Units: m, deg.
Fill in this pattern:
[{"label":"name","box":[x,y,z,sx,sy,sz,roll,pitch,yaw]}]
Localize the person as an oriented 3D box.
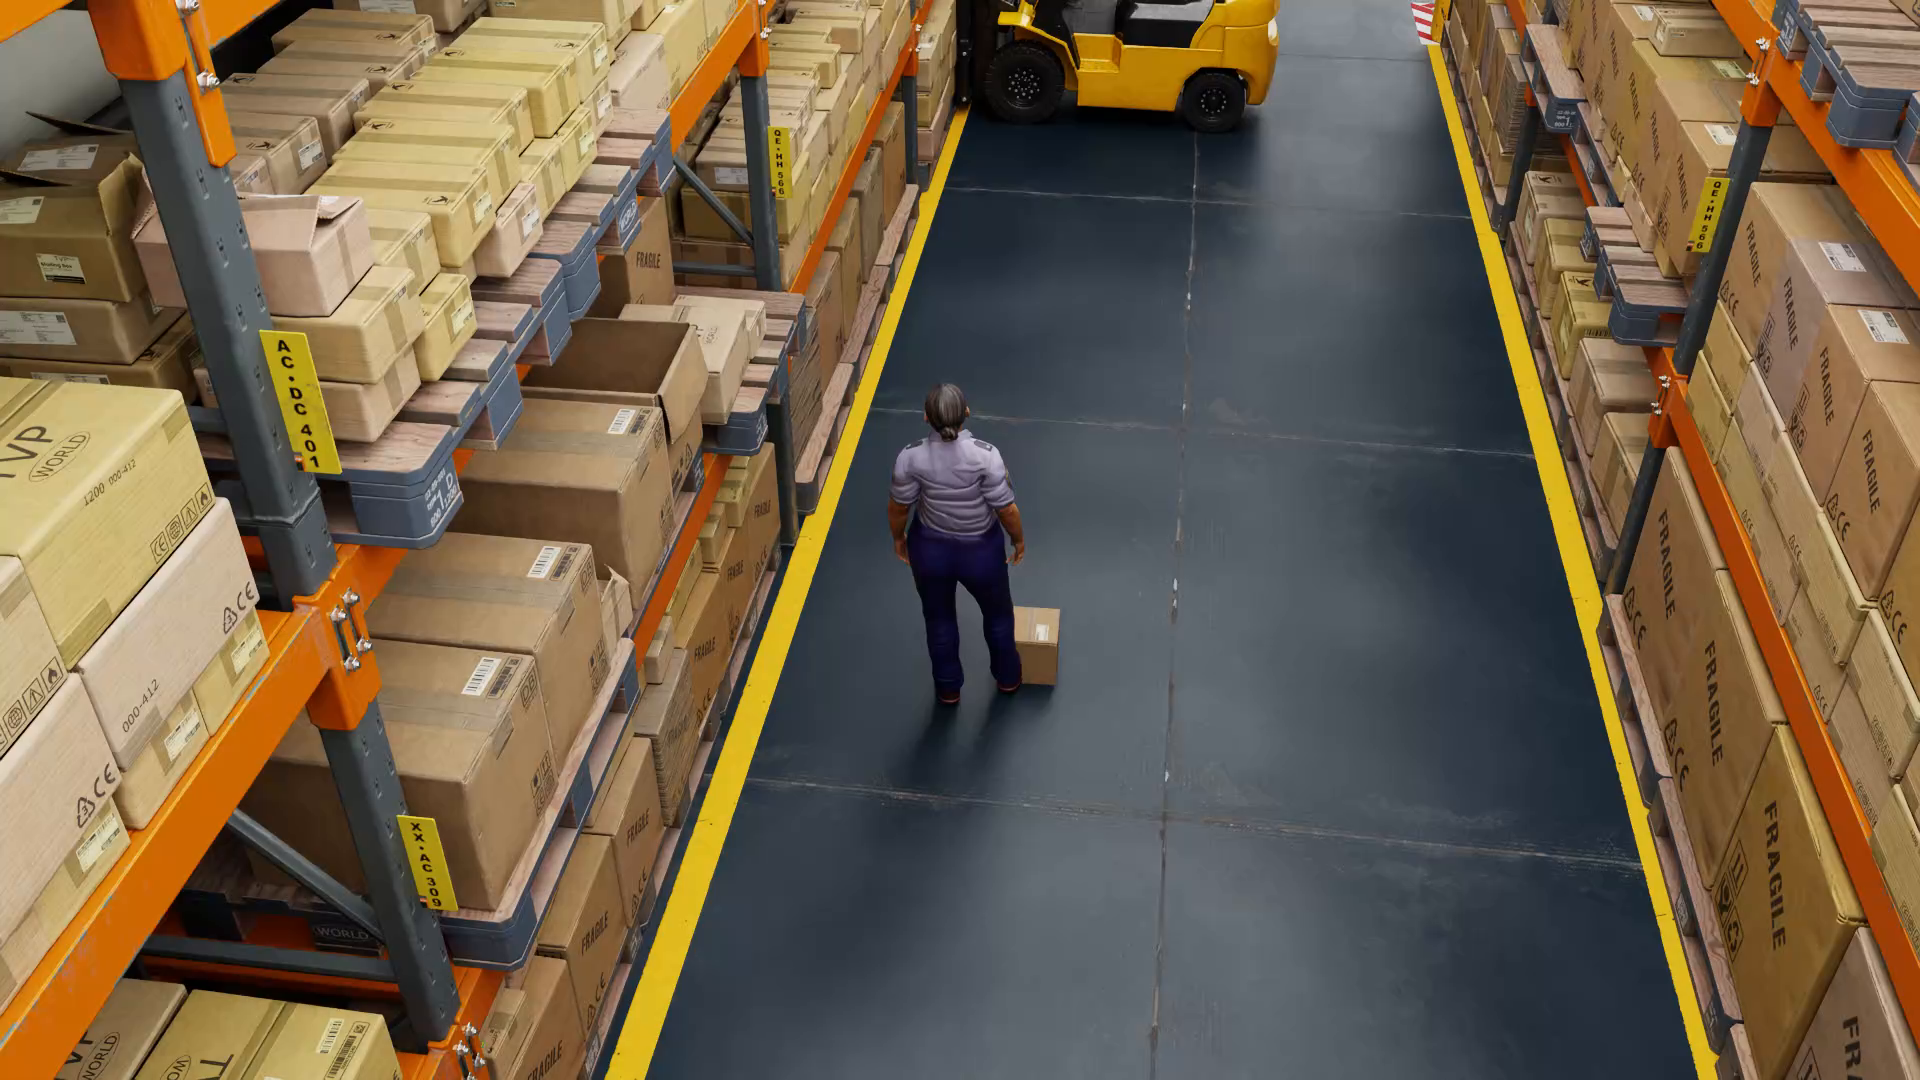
[{"label":"person","box":[0.015,-0.008,7.043,0.598,1.651,0.503,4,37,6]}]
